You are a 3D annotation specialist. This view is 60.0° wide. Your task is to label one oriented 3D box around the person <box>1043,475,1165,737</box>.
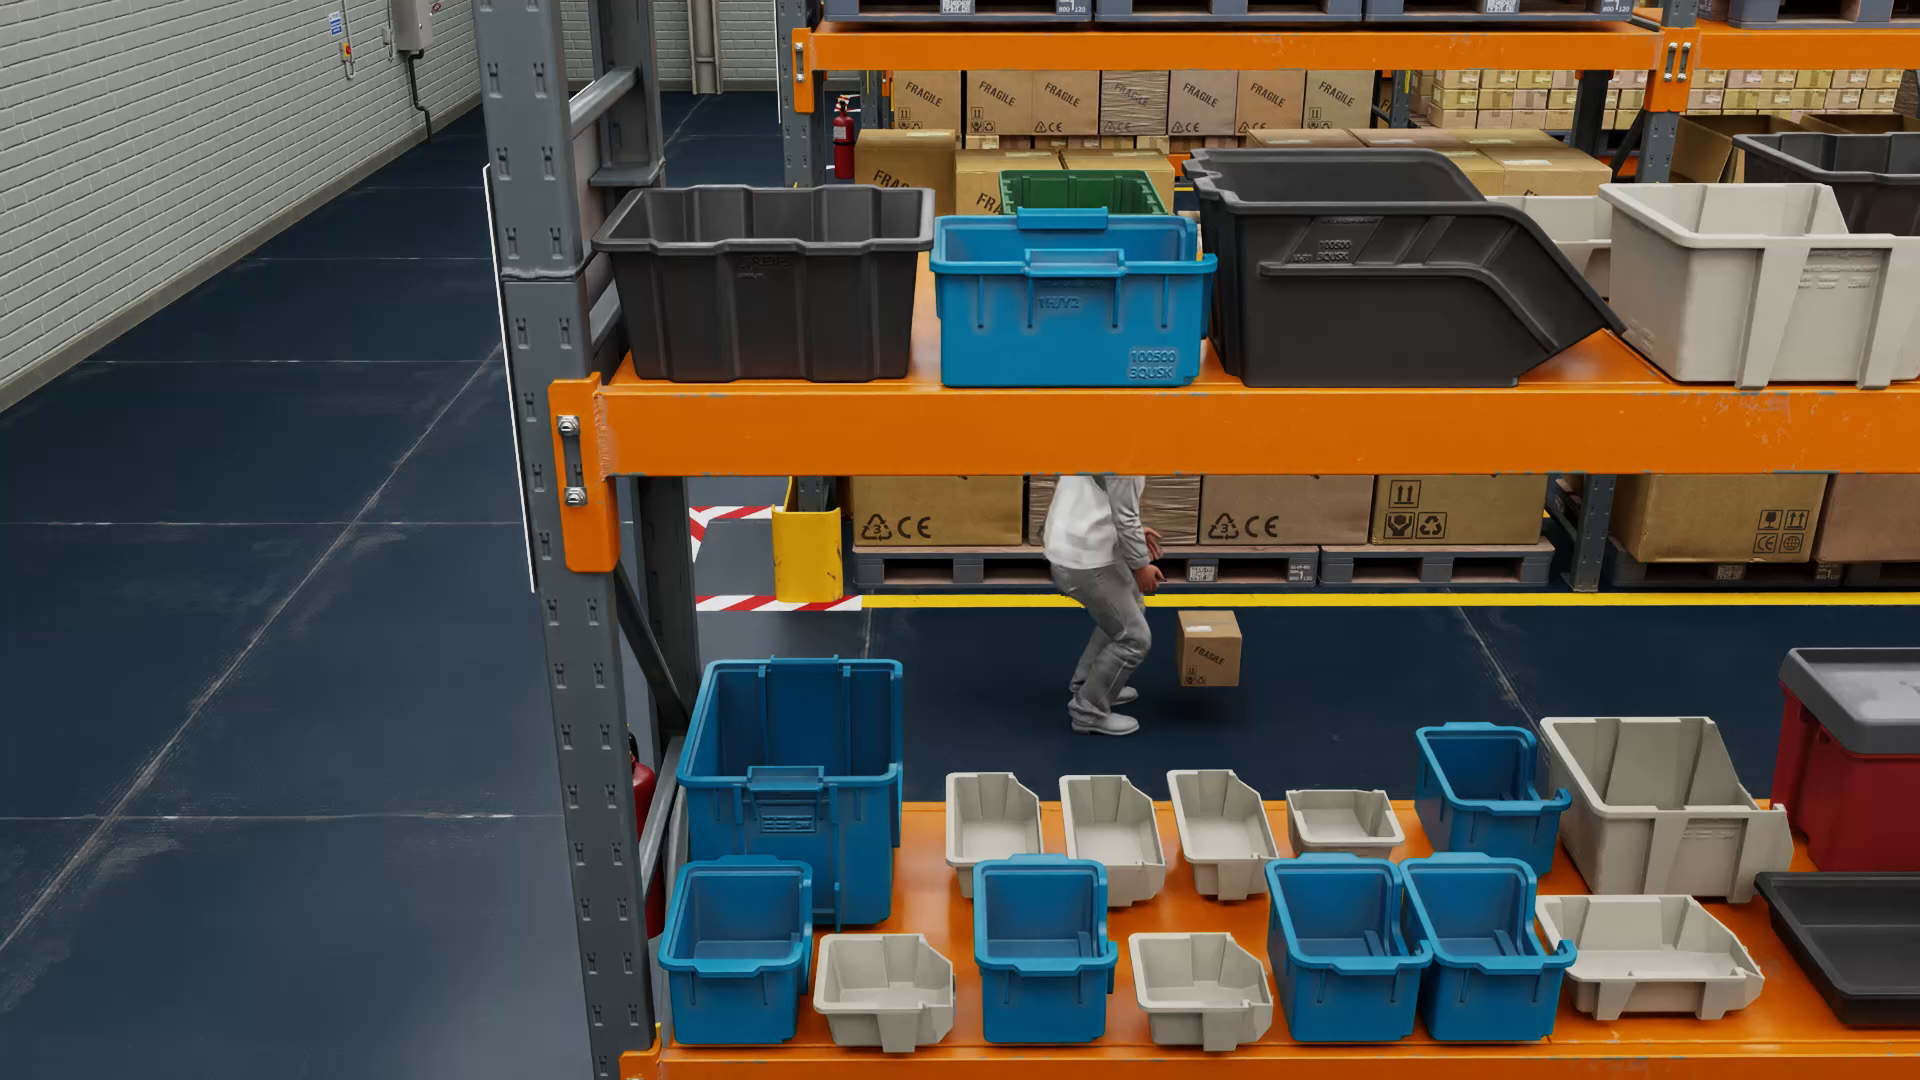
[{"bbox_3d":[0.661,0.031,7.189,0.604,1.628,0.581,0,24,0],"label":"person"}]
